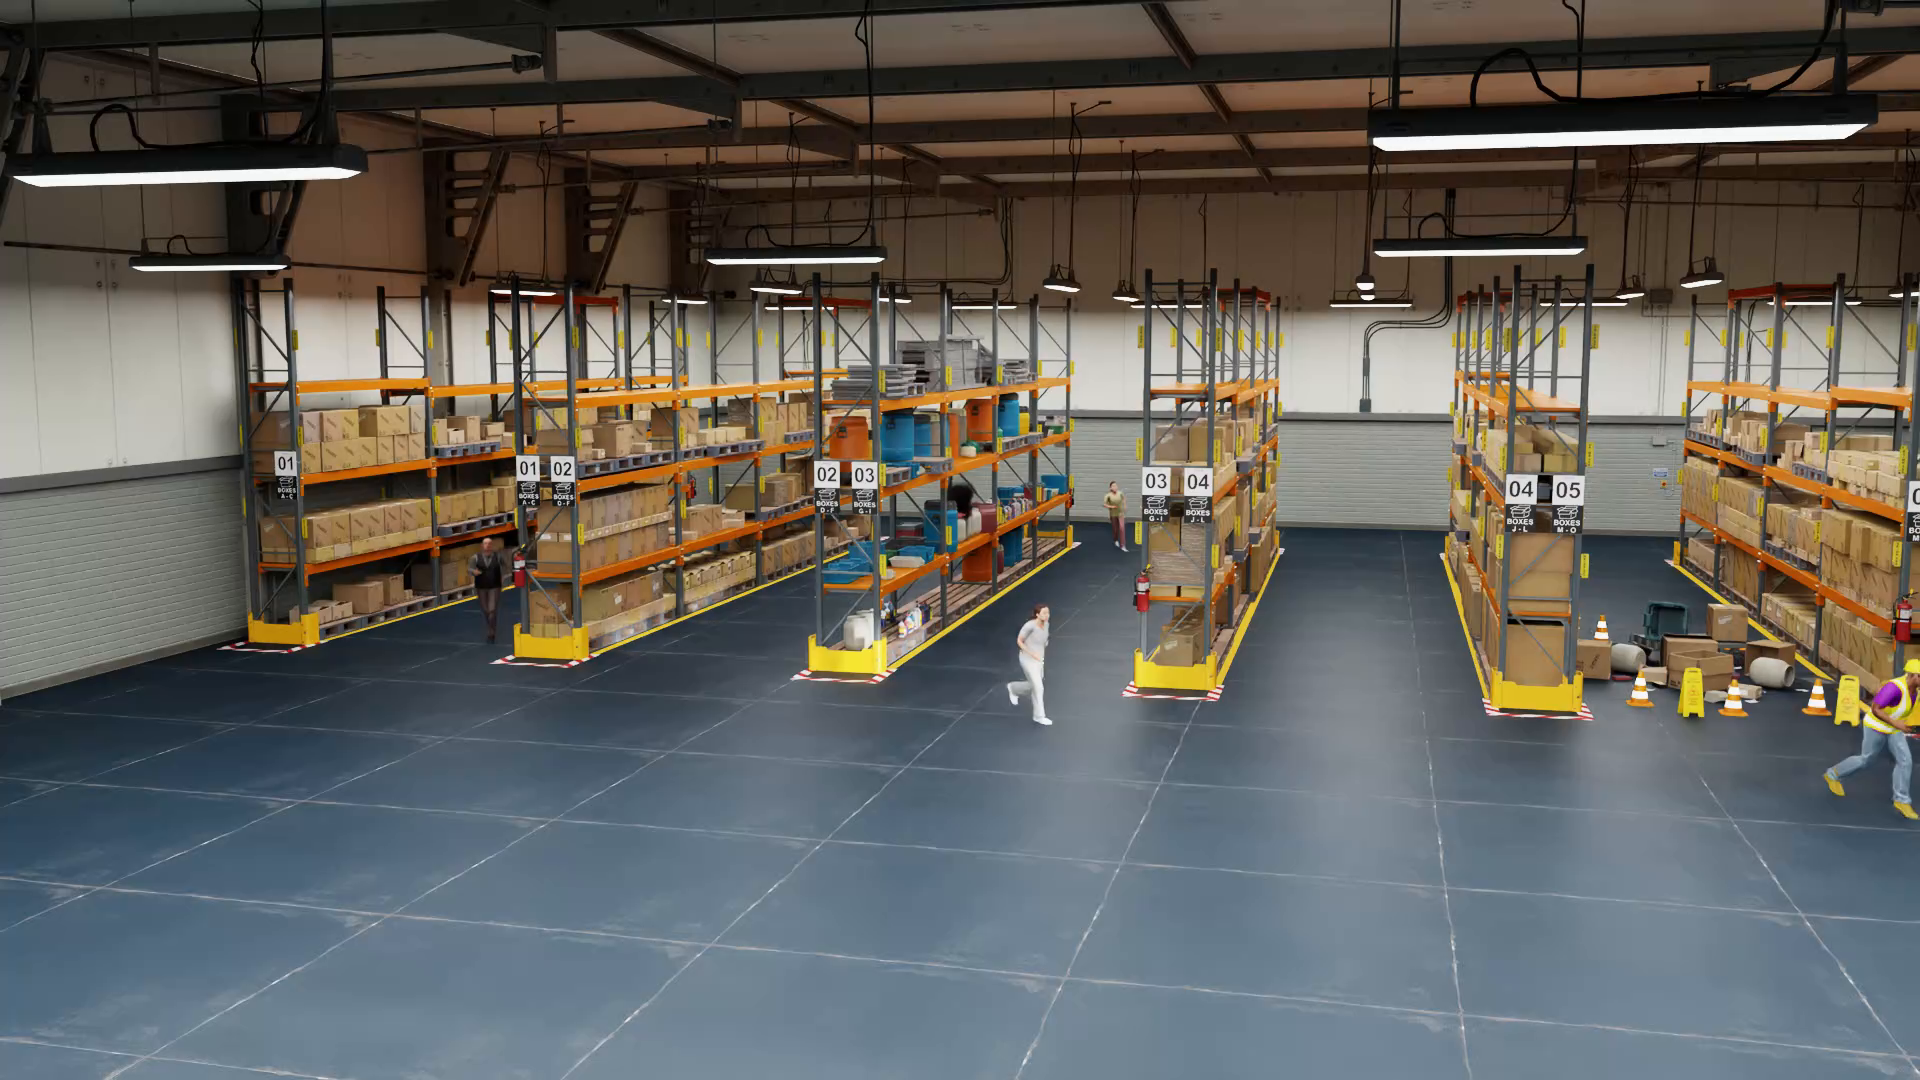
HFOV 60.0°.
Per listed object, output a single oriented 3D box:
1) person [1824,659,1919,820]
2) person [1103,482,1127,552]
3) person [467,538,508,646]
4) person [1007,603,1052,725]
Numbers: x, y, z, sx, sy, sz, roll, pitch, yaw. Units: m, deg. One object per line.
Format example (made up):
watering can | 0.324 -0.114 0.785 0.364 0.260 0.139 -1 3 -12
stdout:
person | 9.827 2.064 17.798 0.743 1.710 1.057 -5 9 -37
person | 3.703 -0.580 39.813 0.602 1.649 0.930 -1 7 -8
person | -7.872 0.833 27.699 0.635 1.762 0.871 -1 7 -6
person | 0.886 1.596 21.936 0.538 1.615 0.786 -5 9 -38
